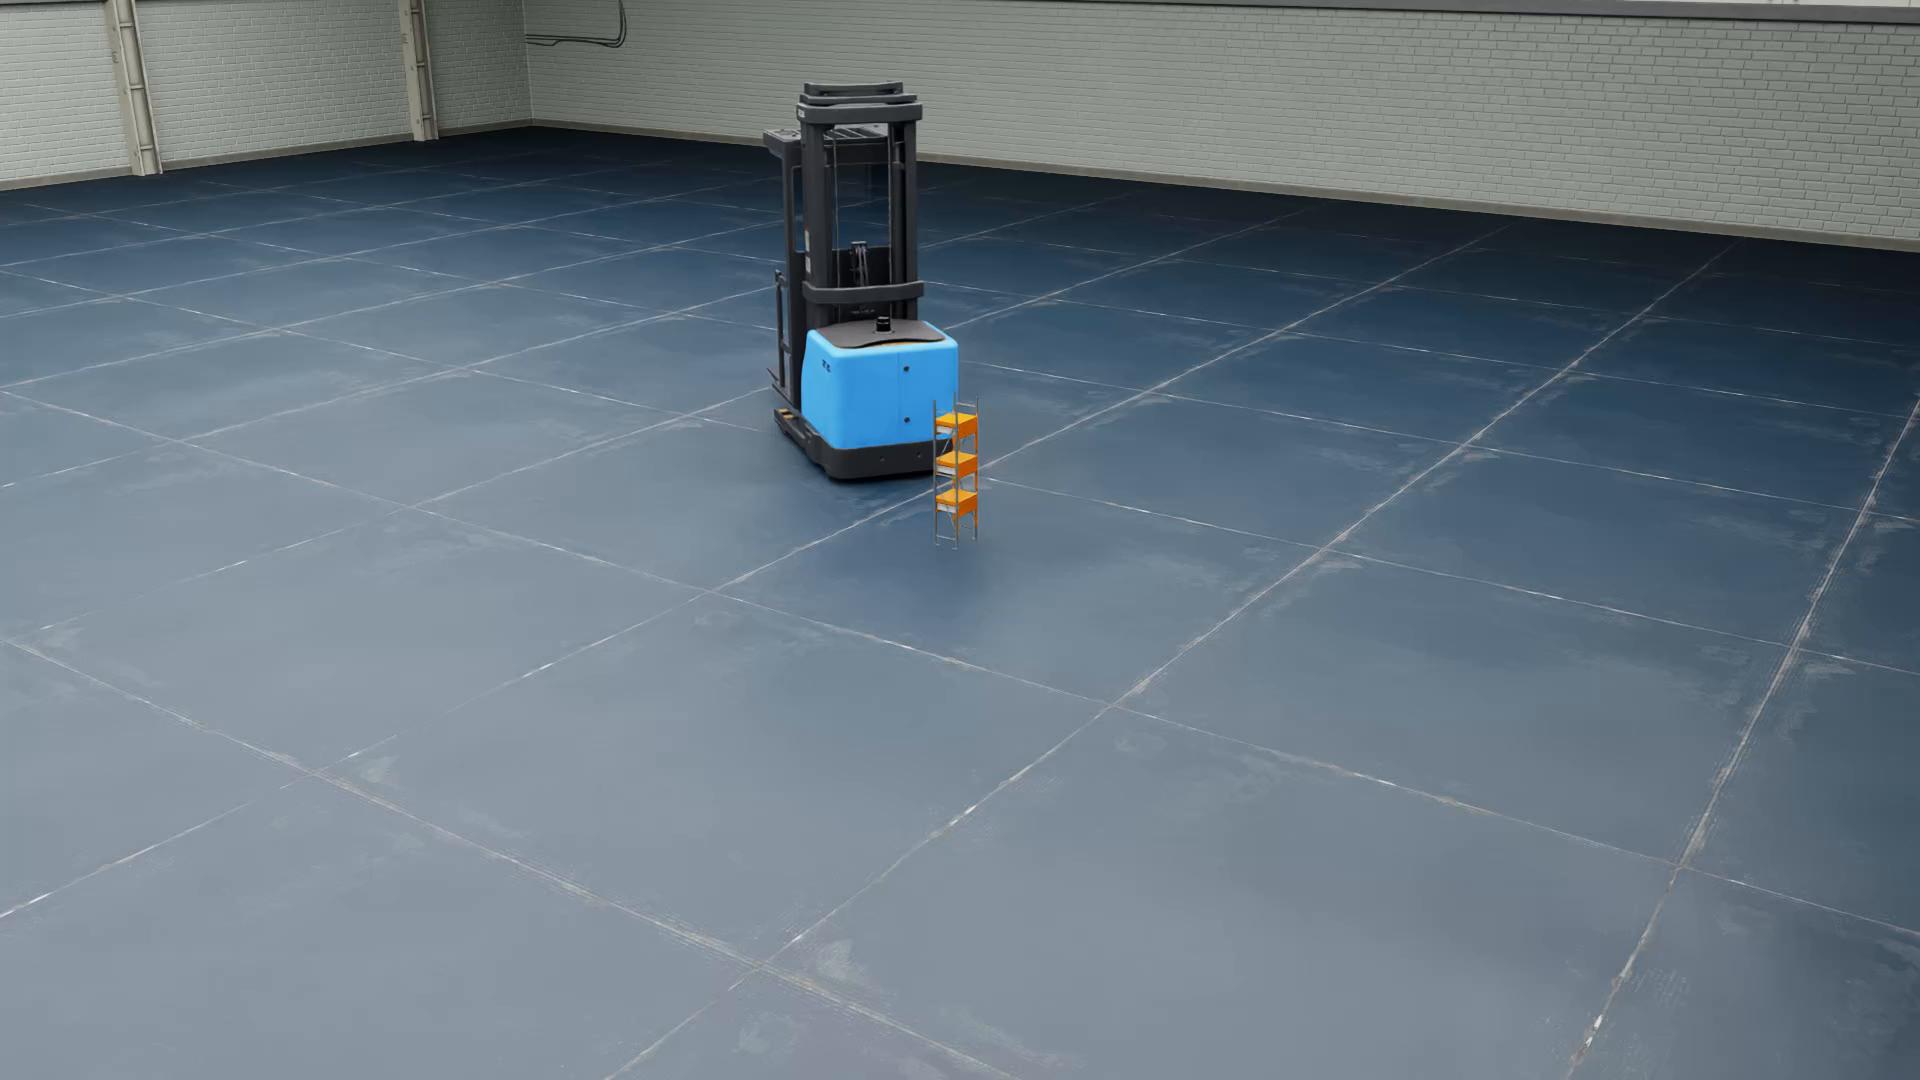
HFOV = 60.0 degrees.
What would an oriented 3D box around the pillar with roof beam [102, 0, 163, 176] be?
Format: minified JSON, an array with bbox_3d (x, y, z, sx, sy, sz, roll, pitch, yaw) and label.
[{"bbox_3d":[-10.644,-9.783,25.242,9.100,9.000,0.400,13,24,32],"label":"pillar with roof beam"}]

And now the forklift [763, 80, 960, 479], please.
[{"bbox_3d":[-0.968,-2.322,13.817,1.130,2.935,3.031,-7,21,-18],"label":"forklift"}]

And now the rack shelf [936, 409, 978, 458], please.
[{"bbox_3d":[-0.030,-0.733,11.447,0.215,0.259,0.240,13,24,32],"label":"rack shelf"}]

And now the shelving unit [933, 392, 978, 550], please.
[{"bbox_3d":[-0.030,-0.477,11.541,0.215,1.050,0.252,13,24,32],"label":"shelving unit"}]

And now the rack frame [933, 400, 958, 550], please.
[{"bbox_3d":[-0.099,-0.442,11.447,0.200,1.050,0.008,13,24,32],"label":"rack frame"}]

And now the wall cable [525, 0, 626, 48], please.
[{"bbox_3d":[-8.082,-11.475,34.292,3.097,2.526,0.112,13,24,32],"label":"wall cable"}]

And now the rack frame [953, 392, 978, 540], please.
[{"bbox_3d":[0.038,-0.512,11.636,0.200,1.050,0.008,13,24,32],"label":"rack frame"}]

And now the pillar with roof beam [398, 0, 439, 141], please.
[{"bbox_3d":[-7.271,-11.505,29.896,9.100,9.000,0.400,13,24,32],"label":"pillar with roof beam"}]

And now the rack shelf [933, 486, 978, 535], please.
[{"bbox_3d":[-0.030,-0.206,11.641,0.215,0.259,0.240,13,24,32],"label":"rack shelf"}]

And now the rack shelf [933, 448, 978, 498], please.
[{"bbox_3d":[-0.030,-0.467,11.545,0.215,0.259,0.240,13,24,32],"label":"rack shelf"}]
